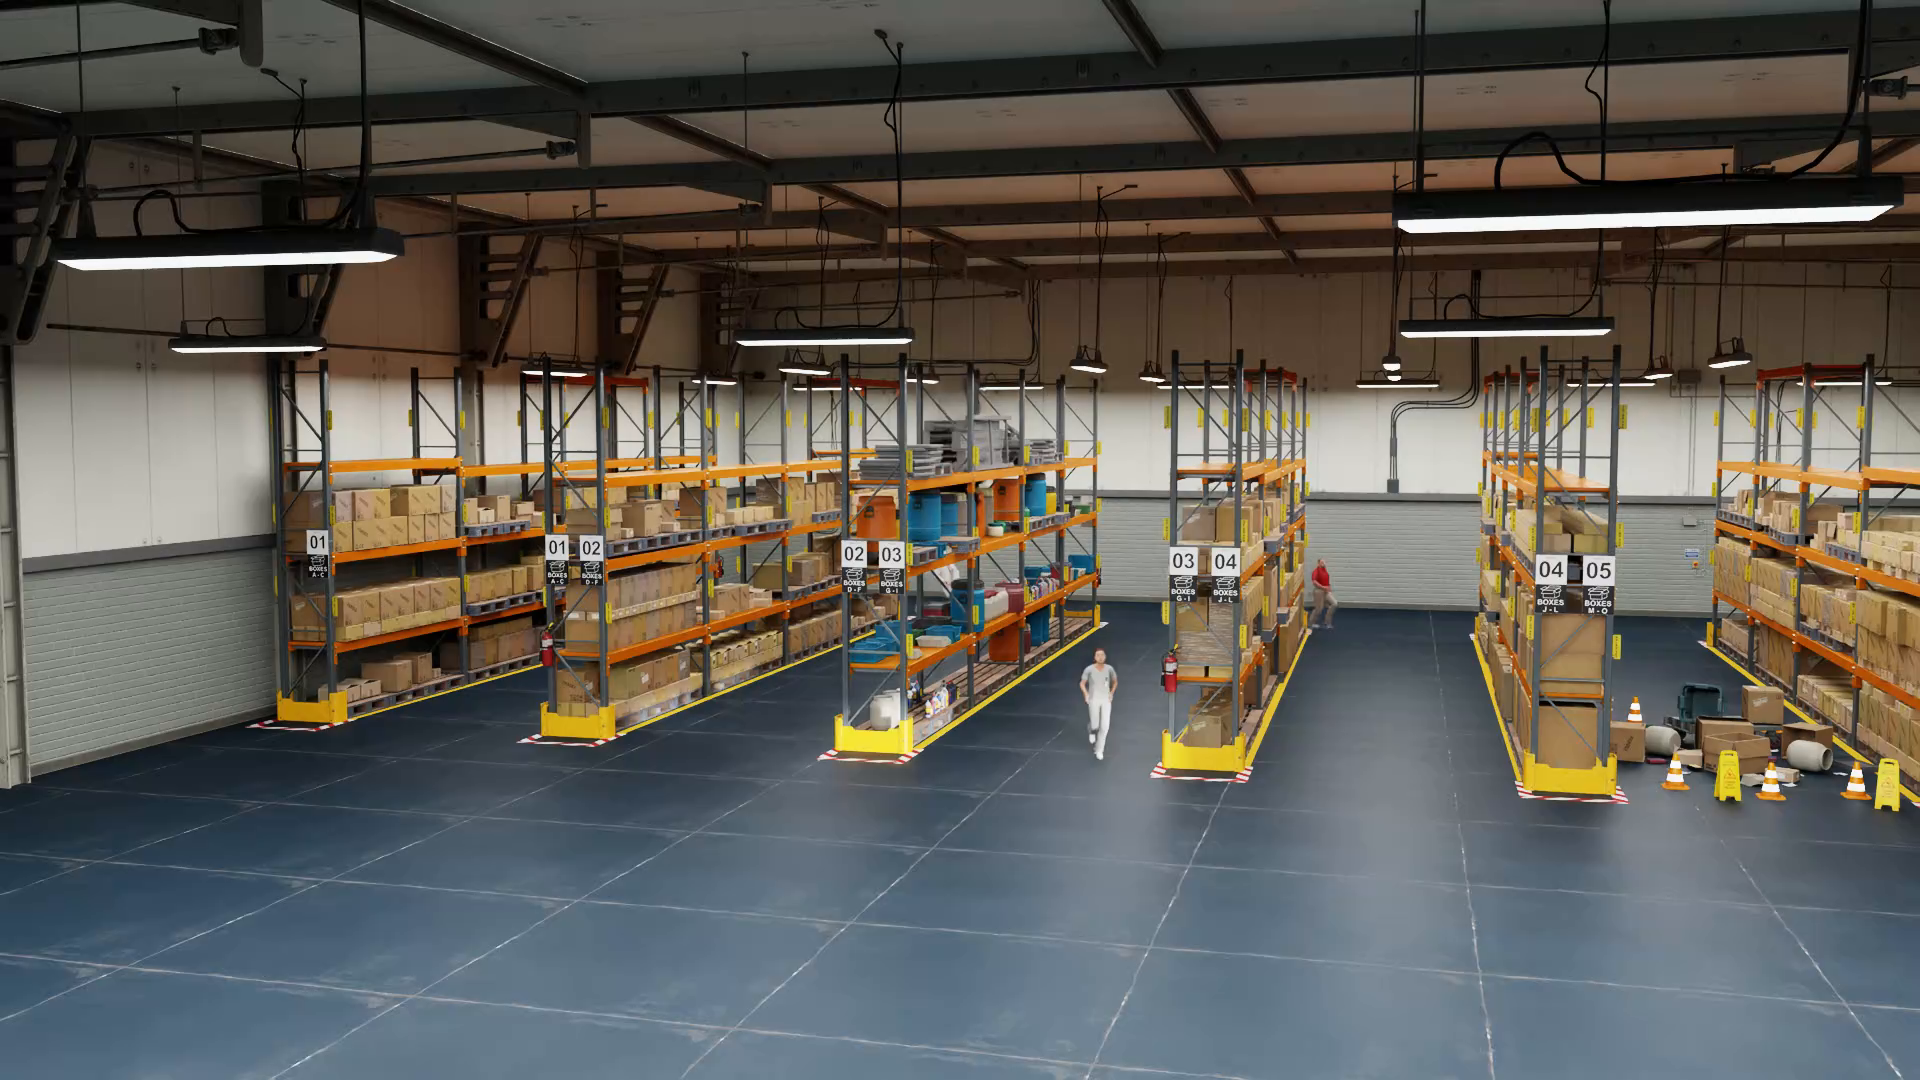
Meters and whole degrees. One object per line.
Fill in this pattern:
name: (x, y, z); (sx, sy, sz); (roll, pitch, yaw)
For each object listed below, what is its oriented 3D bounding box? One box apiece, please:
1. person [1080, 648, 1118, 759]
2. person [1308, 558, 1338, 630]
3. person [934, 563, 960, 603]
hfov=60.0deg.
person: (2.081, 2.417, 24.867); (0.573, 1.640, 0.624); (0, 4, -4)
person: (8.653, 1.303, 39.797); (0.679, 1.758, 0.673); (4, 6, 44)
person: (-0.278, 1.163, 41.560); (0.745, 1.715, 0.705); (-3, 5, -32)
